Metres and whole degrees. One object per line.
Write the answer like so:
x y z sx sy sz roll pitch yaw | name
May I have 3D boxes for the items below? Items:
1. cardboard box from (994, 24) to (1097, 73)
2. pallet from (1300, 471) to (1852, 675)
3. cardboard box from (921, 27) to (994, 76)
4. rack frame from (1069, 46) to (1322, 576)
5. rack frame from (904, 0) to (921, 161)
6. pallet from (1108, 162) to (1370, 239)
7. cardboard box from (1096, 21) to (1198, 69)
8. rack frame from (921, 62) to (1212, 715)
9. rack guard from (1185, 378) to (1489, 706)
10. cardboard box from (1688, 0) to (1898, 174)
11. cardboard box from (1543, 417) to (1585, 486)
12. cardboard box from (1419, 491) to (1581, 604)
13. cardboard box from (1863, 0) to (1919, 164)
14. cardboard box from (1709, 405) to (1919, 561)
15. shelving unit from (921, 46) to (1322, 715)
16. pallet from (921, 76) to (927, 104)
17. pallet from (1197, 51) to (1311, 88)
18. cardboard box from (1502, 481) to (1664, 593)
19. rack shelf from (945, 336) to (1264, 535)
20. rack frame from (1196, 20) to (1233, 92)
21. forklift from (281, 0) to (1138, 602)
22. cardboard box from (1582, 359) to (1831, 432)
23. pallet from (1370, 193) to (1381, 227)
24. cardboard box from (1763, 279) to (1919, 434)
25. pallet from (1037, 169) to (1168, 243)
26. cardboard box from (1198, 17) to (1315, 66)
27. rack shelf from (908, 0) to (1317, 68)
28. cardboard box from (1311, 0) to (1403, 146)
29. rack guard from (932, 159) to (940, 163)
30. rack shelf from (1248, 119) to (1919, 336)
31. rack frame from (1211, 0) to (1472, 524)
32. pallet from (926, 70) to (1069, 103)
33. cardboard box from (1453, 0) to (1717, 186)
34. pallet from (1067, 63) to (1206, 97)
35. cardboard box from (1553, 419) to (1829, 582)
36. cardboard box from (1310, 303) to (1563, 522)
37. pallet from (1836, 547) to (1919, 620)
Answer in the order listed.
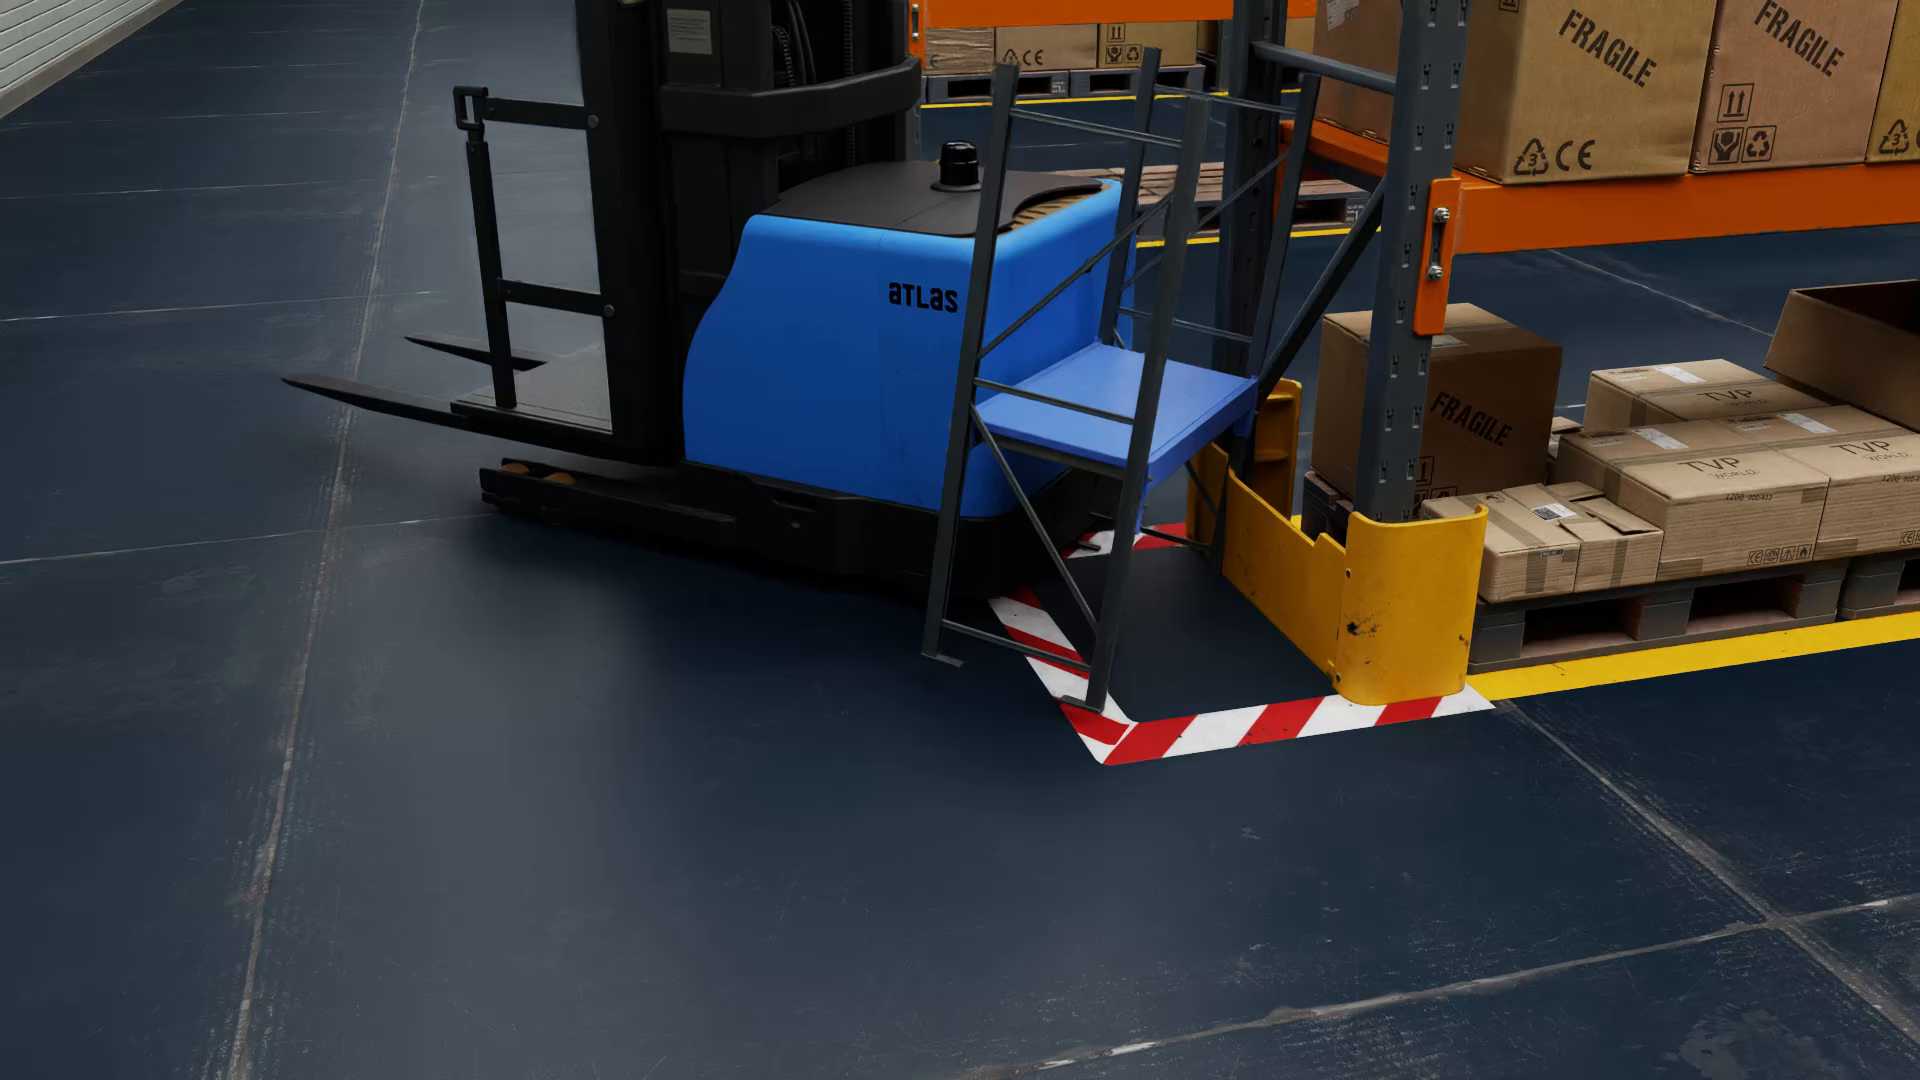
0.599 -4.447 13.973 0.875 0.875 0.875 -6 24 -14 | cardboard box
1.784 0.009 4.961 1.213 0.211 1.003 -6 24 -14 | pallet
-0.258 -4.353 13.752 0.875 0.875 0.875 -6 24 -14 | cardboard box
0.651 -0.621 4.830 0.500 1.500 0.032 16 23 21 | rack frame
-0.391 -3.060 8.578 0.127 3.000 1.000 -6 24 -14 | rack frame
1.586 -1.980 9.597 1.213 0.211 1.003 -6 24 -14 | pallet
1.465 -4.543 14.196 0.875 0.875 0.875 -6 24 -14 | cardboard box
0.223 -0.326 3.957 0.500 1.500 0.032 16 23 21 | rack frame
1.016 -0.038 4.706 0.348 0.500 1.175 -6 24 -14 | rack guard
1.937 -1.229 4.184 0.500 0.500 0.500 -7 24 -15 | cardboard box
1.815 -0.240 5.040 0.250 0.166 0.380 -6 24 -14 | cardboard box
1.439 0.015 4.469 0.250 0.149 0.380 -6 24 -14 | cardboard box
2.421 -1.282 4.306 0.500 0.500 0.500 -6 24 -15 | cardboard box
2.506 -0.174 4.782 0.500 0.250 0.500 -6 24 -14 | cardboard box
0.437 -0.474 4.393 0.538 1.500 1.048 16 23 21 | shelving unit
-0.980 -3.774 13.778 1.213 0.211 1.003 -6 24 -14 | pallet
2.845 -4.196 14.761 1.213 0.211 1.003 -6 24 -14 | pallet
1.680 -0.020 4.528 0.250 0.166 0.380 -6 24 -14 | cardboard box
0.414 -0.308 4.460 0.538 0.185 1.000 16 23 21 | rack shelf
2.122 -5.367 13.953 0.127 3.000 1.000 -6 24 -14 | rack frame
-0.986 -1.565 5.180 3.031 2.935 1.130 12 26 26 | forklift
2.323 -0.359 5.212 0.500 0.250 0.500 -6 24 -14 | cardboard box
2.763 -2.112 9.904 1.213 0.211 1.003 -6 24 -14 | pallet
2.987 -0.458 5.121 0.637 0.503 0.797 -6 24 -14 | cardboard box
0.413 -1.852 9.298 1.213 0.211 1.003 -6 24 -14 | pallet
2.733 -4.659 14.466 0.875 0.875 1.225 -6 24 -14 | cardboard box
1.534 -2.943 9.216 4.000 0.370 1.077 -6 24 -14 | rack shelf
1.301 -1.376 4.526 0.500 0.500 0.500 -6 24 -13 | cardboard box
-0.411 -1.904 9.053 0.348 0.500 1.175 -6 24 -14 | rack guard
2.869 -1.062 4.832 4.000 0.370 1.077 -6 24 -14 | rack shelf
0.943 -1.179 4.194 0.127 3.000 1.000 -6 24 -14 | rack frame
0.192 -3.902 14.077 1.213 0.211 1.003 -6 24 -14 | pallet
1.442 -1.172 4.051 0.500 0.500 0.500 -6 24 -13 | cardboard box
1.369 -4.034 14.383 1.213 0.211 1.003 -6 24 -14 | pallet
2.025 -0.121 4.657 0.500 0.250 0.500 -6 24 -14 | cardboard box
1.400 -0.384 4.953 0.500 0.500 0.500 -6 24 -14 | cardboard box
2.956 -0.119 5.261 1.213 0.211 1.003 -6 24 -14 | pallet
